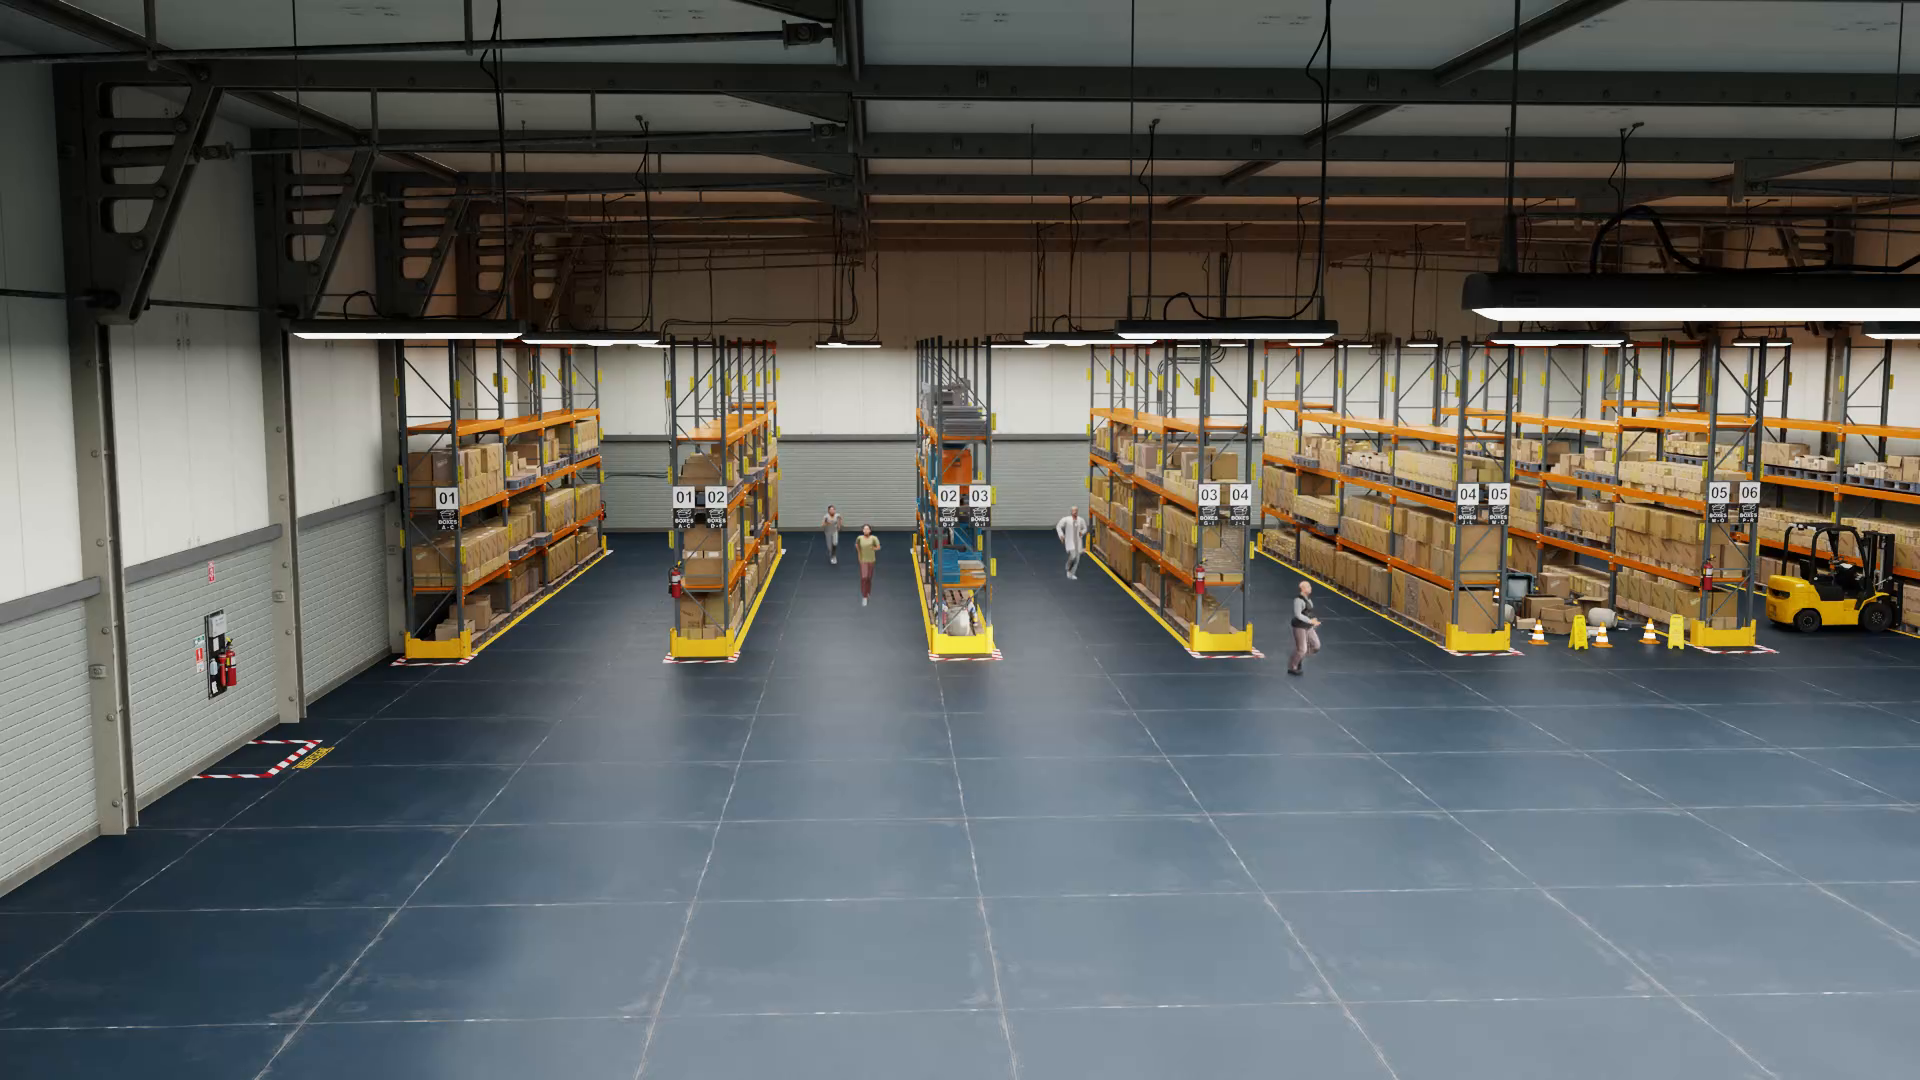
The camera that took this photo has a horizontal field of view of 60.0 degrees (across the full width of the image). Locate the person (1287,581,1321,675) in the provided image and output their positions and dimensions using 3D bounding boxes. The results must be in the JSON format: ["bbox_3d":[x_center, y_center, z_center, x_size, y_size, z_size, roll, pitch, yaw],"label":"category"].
[{"bbox_3d":[6.107,1.555,29.380,0.652,1.675,0.642,5,8,36],"label":"person"}]

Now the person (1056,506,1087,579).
[{"bbox_3d":[2.707,0.075,39.521,0.714,1.747,0.611,-2,7,-18],"label":"person"}]

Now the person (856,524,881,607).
[{"bbox_3d":[-1.989,0.523,36.133,0.547,1.768,0.709,-1,7,-5],"label":"person"}]

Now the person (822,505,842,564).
[{"bbox_3d":[-3.420,-0.153,44.477,0.548,1.584,0.846,-1,7,-6],"label":"person"}]

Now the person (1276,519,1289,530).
[{"bbox_3d":[9.591,-0.708,49.139,0.765,1.704,0.861,2,7,18],"label":"person"}]
